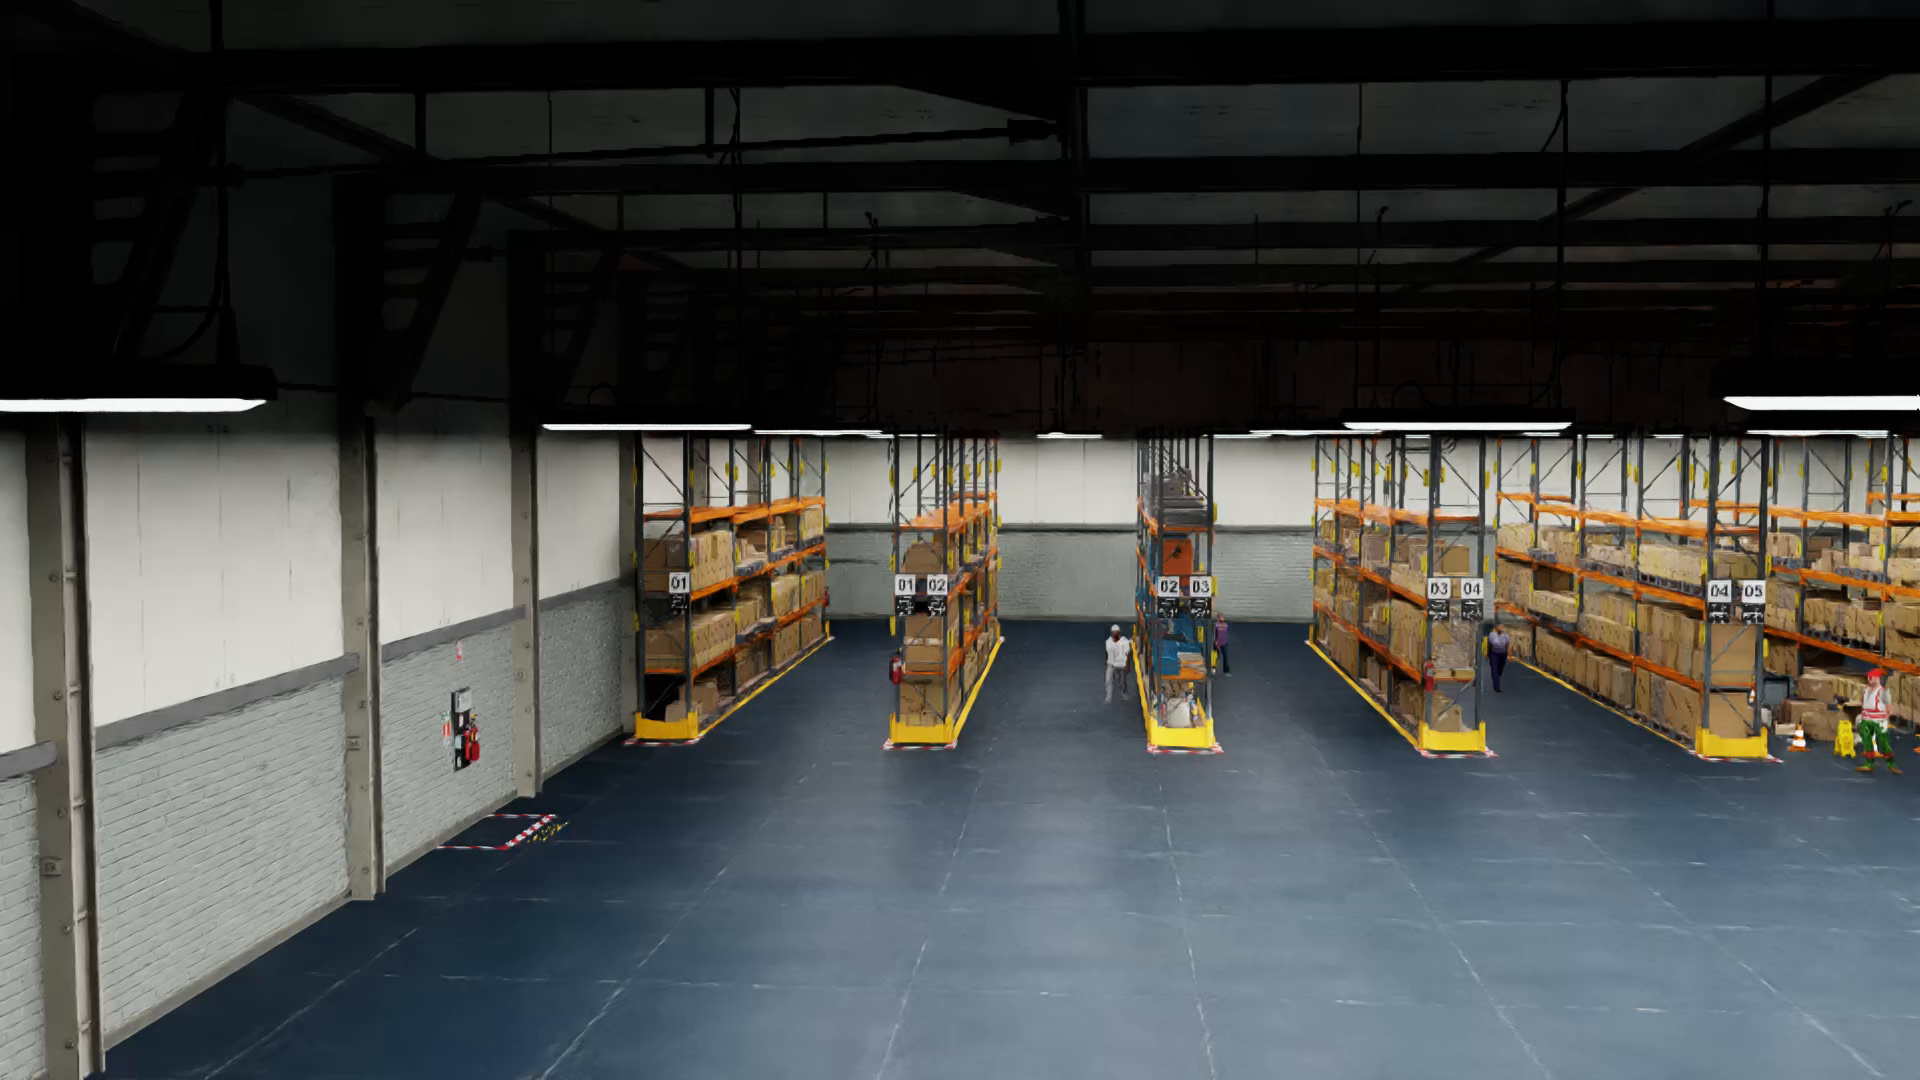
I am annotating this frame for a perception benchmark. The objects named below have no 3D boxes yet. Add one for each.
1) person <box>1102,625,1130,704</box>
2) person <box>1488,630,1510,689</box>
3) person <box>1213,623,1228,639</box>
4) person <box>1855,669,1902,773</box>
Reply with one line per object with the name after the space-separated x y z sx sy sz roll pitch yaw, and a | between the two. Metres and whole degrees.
3.437 2.690 36.169 0.574 1.729 0.939 1 4 21 | person
12.302 2.709 38.011 0.479 1.361 0.823 0 3 4 | person
6.311 2.256 40.360 0.411 0.521 0.342 0 3 -4 | person
15.858 3.118 28.617 0.485 1.787 0.644 -2 4 -26 | person
